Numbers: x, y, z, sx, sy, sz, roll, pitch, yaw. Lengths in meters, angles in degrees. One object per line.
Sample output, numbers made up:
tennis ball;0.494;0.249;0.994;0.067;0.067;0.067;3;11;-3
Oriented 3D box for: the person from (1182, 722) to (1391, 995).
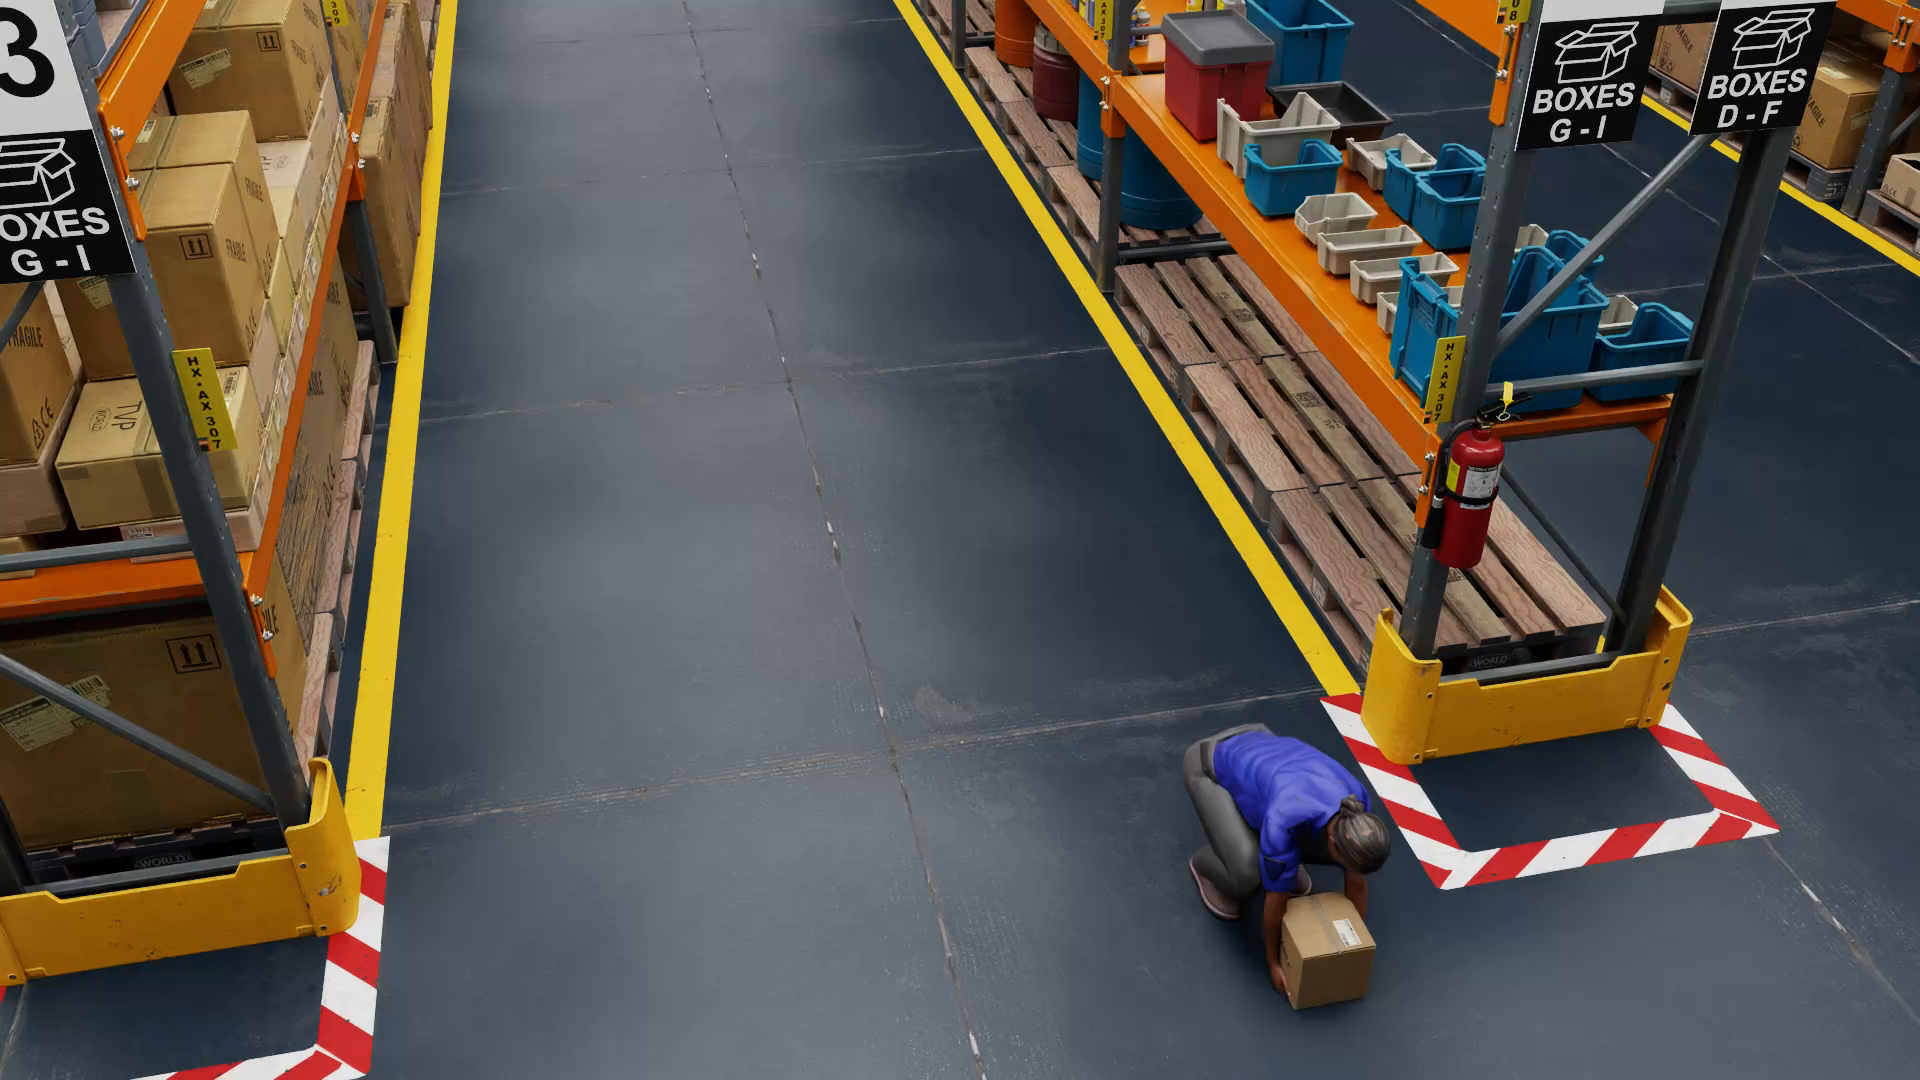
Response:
person;1.077;0.990;5.535;0.458;0.756;0.852;-14;37;-19
